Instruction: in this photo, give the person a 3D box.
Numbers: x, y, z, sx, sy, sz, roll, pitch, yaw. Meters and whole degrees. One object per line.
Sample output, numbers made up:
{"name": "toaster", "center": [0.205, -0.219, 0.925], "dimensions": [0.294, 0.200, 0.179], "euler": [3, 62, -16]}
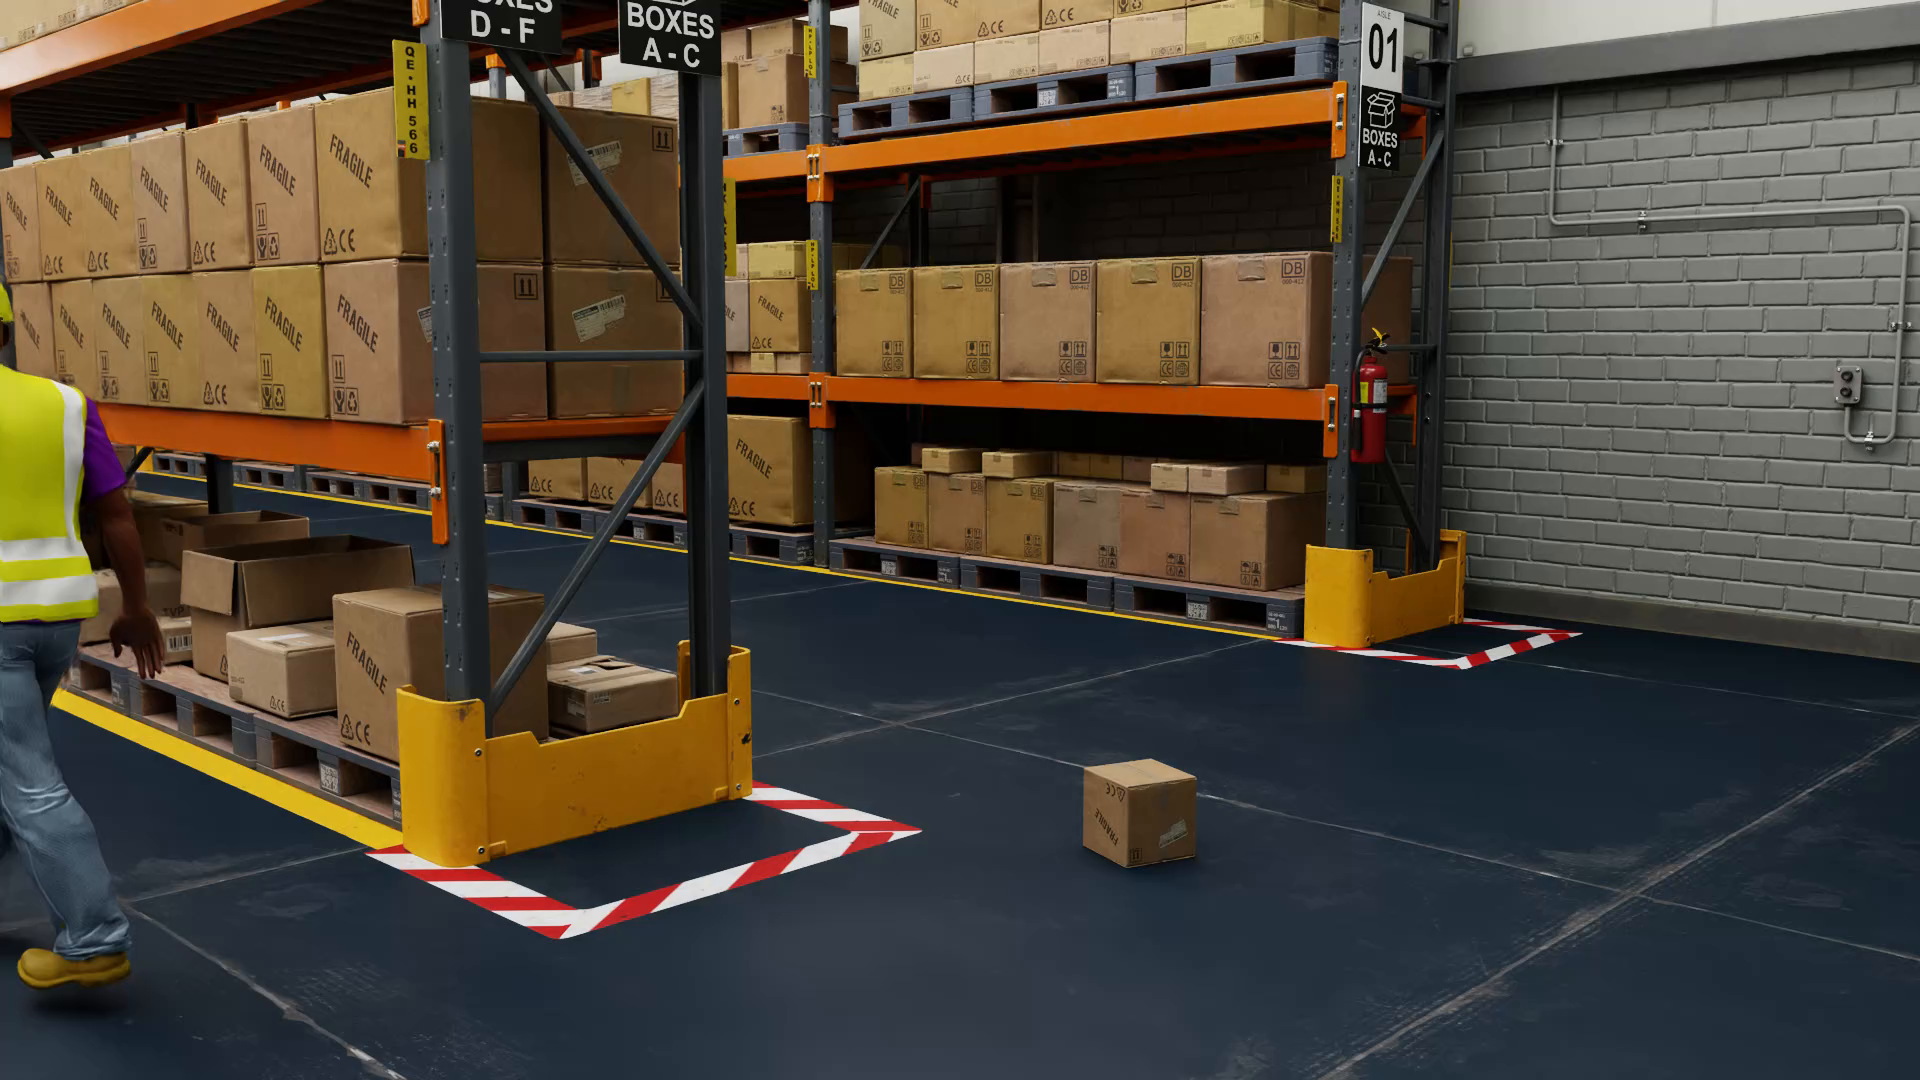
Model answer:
{"name": "person", "center": [-2.390, 0.182, 4.076], "dimensions": [1.067, 1.698, 0.660], "euler": [3, 8, 25]}
